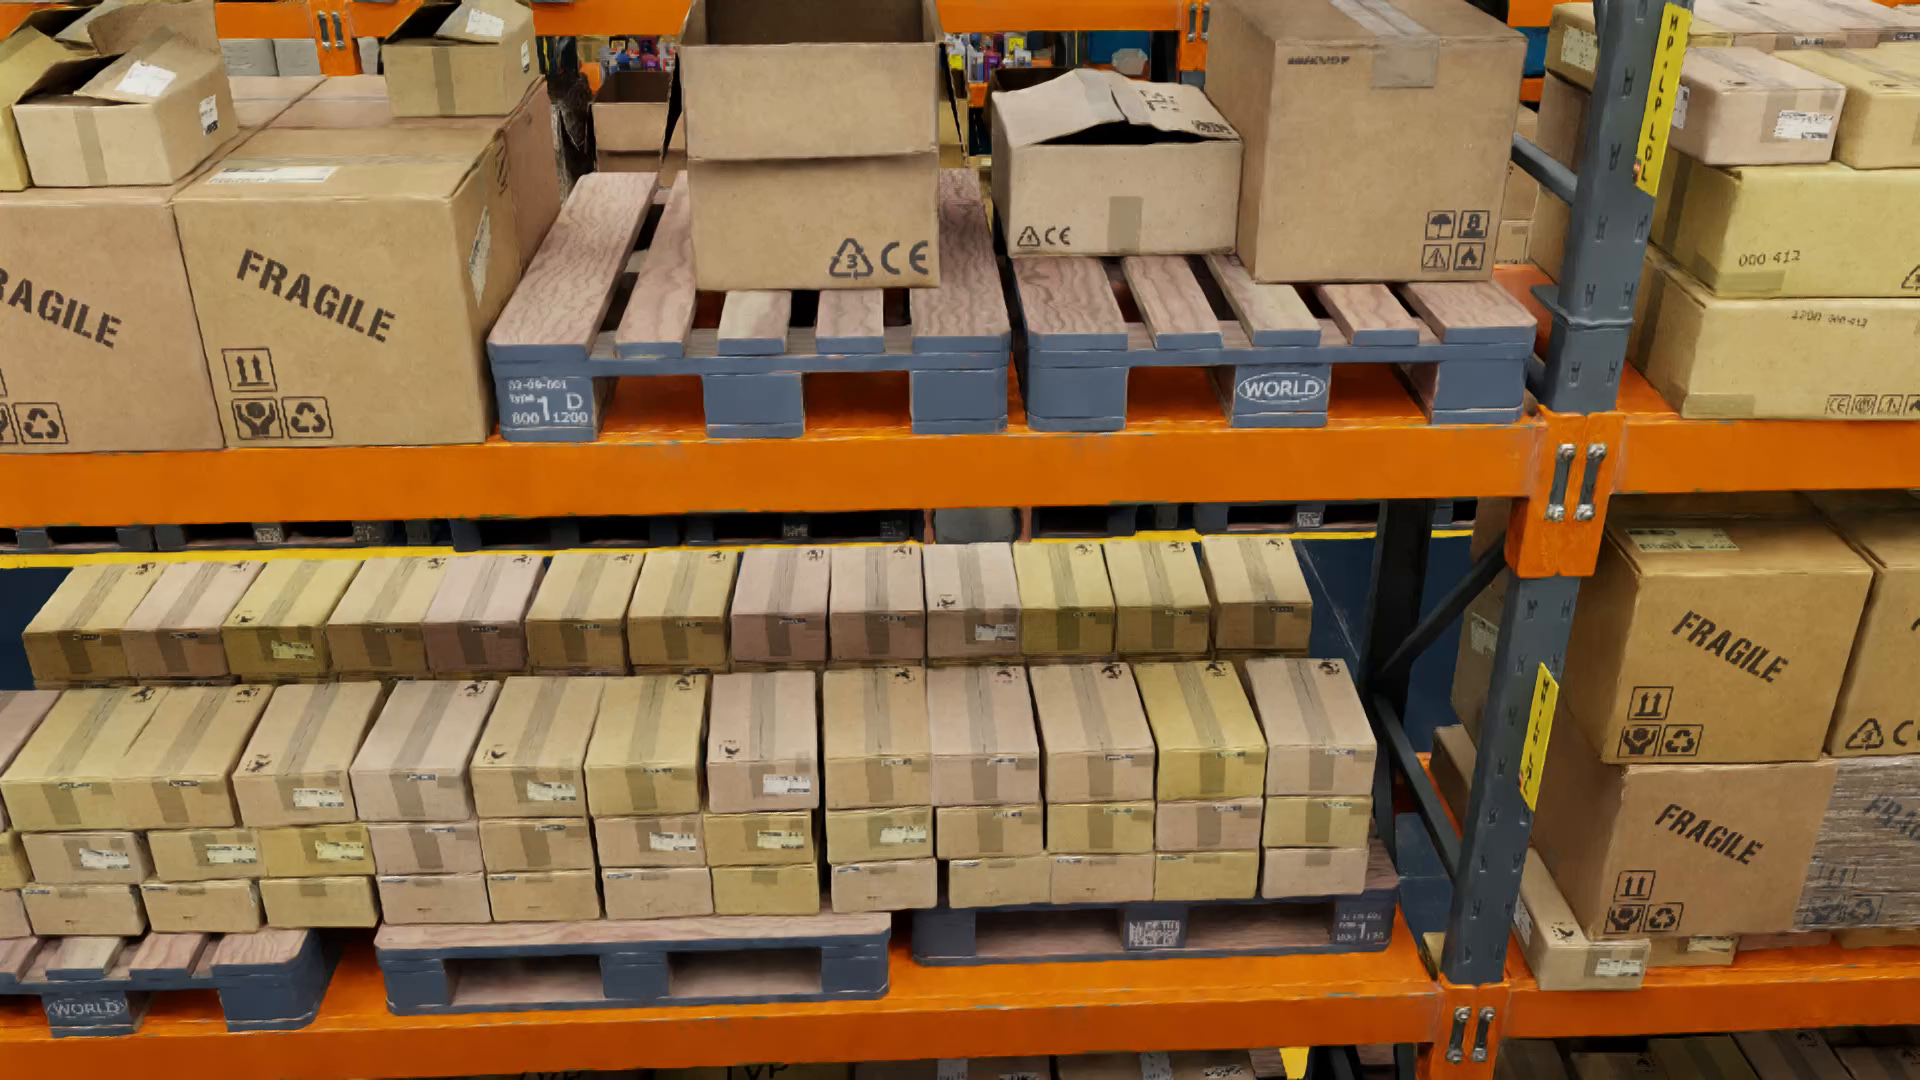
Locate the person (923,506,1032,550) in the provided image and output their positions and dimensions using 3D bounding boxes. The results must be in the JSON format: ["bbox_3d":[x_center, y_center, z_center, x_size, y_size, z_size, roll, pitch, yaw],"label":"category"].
[{"bbox_3d":[0.054,-0.032,7.130,0.564,1.676,0.380,11,30,21],"label":"person"}]
